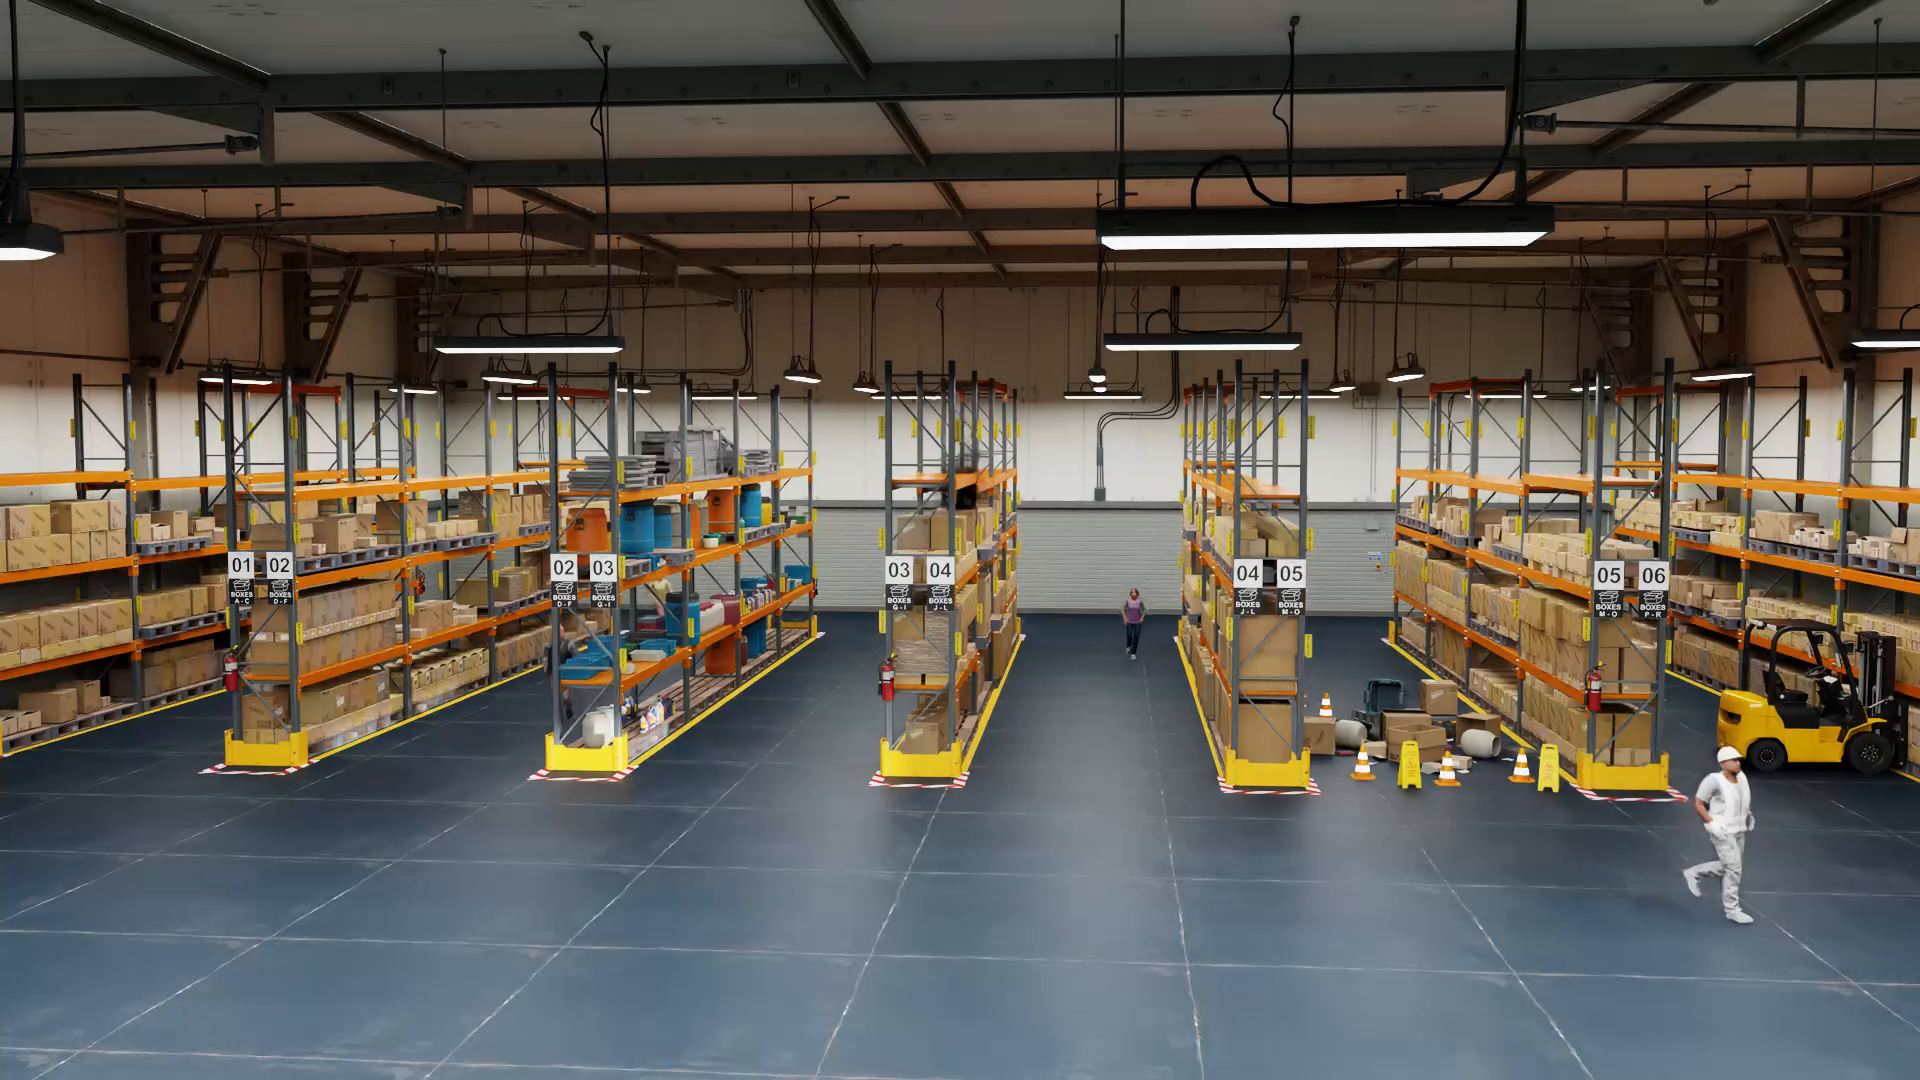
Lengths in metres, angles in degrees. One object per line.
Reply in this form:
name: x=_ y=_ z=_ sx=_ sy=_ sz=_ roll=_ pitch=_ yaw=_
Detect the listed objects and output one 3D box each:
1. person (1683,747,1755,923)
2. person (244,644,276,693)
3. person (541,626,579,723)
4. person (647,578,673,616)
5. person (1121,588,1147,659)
person: x=7.836 y=2.987 z=17.132 sx=0.679 sy=1.772 sz=0.831 roll=-2 pitch=4 yaw=-30
person: x=-11.793 y=2.281 z=28.152 sx=0.659 sy=1.732 sz=0.622 roll=0 pitch=4 yaw=-2
person: x=-6.818 y=2.302 z=28.320 sx=0.655 sy=1.673 sz=0.604 roll=0 pitch=4 yaw=-1
person: x=-7.219 y=1.547 z=40.123 sx=0.583 sy=1.681 sz=0.661 roll=-2 pitch=4 yaw=-23
person: x=3.822 y=1.830 z=36.457 sx=0.551 sy=1.569 sz=0.535 roll=0 pitch=4 yaw=2
